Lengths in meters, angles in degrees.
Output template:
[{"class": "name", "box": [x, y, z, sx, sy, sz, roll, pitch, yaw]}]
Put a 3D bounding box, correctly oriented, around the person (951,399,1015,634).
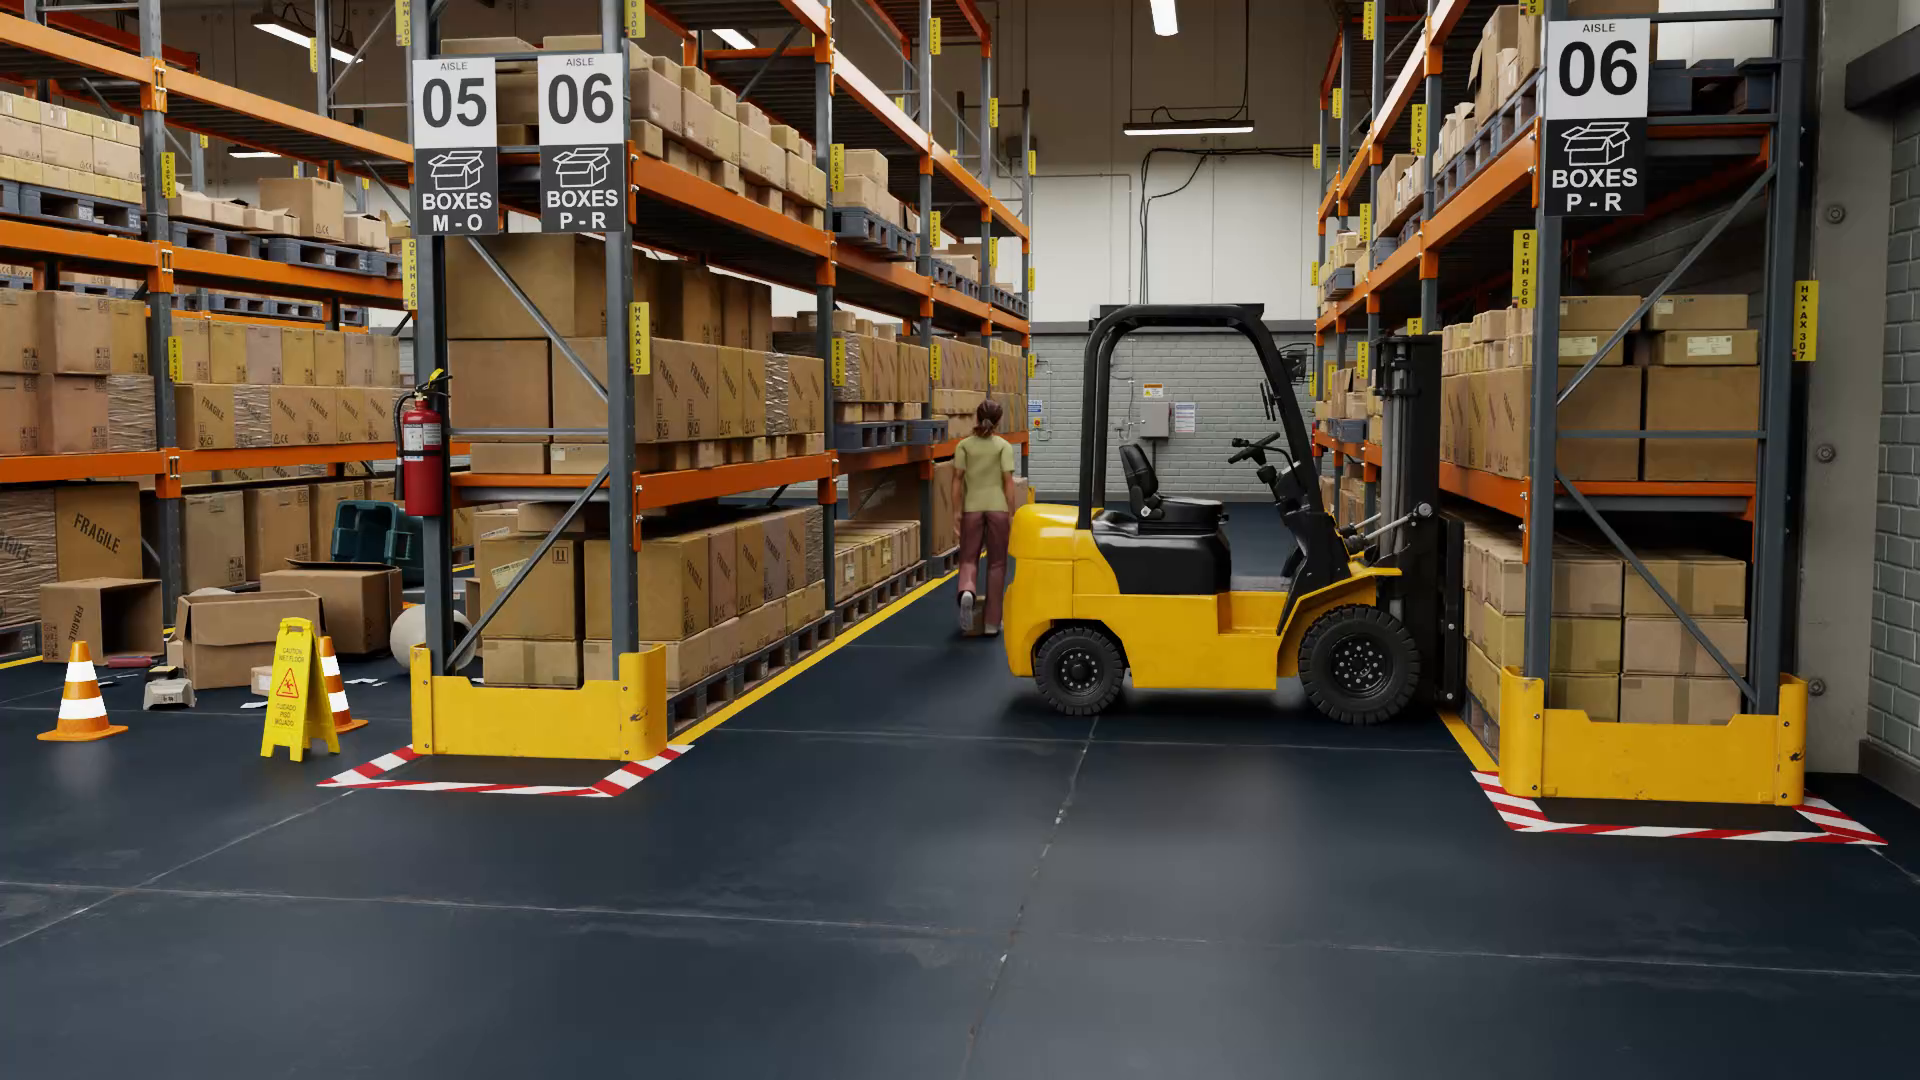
[{"class": "person", "box": [0.154, -0.156, 11.656, 0.457, 1.654, 0.679, 1, 5, 10]}]
